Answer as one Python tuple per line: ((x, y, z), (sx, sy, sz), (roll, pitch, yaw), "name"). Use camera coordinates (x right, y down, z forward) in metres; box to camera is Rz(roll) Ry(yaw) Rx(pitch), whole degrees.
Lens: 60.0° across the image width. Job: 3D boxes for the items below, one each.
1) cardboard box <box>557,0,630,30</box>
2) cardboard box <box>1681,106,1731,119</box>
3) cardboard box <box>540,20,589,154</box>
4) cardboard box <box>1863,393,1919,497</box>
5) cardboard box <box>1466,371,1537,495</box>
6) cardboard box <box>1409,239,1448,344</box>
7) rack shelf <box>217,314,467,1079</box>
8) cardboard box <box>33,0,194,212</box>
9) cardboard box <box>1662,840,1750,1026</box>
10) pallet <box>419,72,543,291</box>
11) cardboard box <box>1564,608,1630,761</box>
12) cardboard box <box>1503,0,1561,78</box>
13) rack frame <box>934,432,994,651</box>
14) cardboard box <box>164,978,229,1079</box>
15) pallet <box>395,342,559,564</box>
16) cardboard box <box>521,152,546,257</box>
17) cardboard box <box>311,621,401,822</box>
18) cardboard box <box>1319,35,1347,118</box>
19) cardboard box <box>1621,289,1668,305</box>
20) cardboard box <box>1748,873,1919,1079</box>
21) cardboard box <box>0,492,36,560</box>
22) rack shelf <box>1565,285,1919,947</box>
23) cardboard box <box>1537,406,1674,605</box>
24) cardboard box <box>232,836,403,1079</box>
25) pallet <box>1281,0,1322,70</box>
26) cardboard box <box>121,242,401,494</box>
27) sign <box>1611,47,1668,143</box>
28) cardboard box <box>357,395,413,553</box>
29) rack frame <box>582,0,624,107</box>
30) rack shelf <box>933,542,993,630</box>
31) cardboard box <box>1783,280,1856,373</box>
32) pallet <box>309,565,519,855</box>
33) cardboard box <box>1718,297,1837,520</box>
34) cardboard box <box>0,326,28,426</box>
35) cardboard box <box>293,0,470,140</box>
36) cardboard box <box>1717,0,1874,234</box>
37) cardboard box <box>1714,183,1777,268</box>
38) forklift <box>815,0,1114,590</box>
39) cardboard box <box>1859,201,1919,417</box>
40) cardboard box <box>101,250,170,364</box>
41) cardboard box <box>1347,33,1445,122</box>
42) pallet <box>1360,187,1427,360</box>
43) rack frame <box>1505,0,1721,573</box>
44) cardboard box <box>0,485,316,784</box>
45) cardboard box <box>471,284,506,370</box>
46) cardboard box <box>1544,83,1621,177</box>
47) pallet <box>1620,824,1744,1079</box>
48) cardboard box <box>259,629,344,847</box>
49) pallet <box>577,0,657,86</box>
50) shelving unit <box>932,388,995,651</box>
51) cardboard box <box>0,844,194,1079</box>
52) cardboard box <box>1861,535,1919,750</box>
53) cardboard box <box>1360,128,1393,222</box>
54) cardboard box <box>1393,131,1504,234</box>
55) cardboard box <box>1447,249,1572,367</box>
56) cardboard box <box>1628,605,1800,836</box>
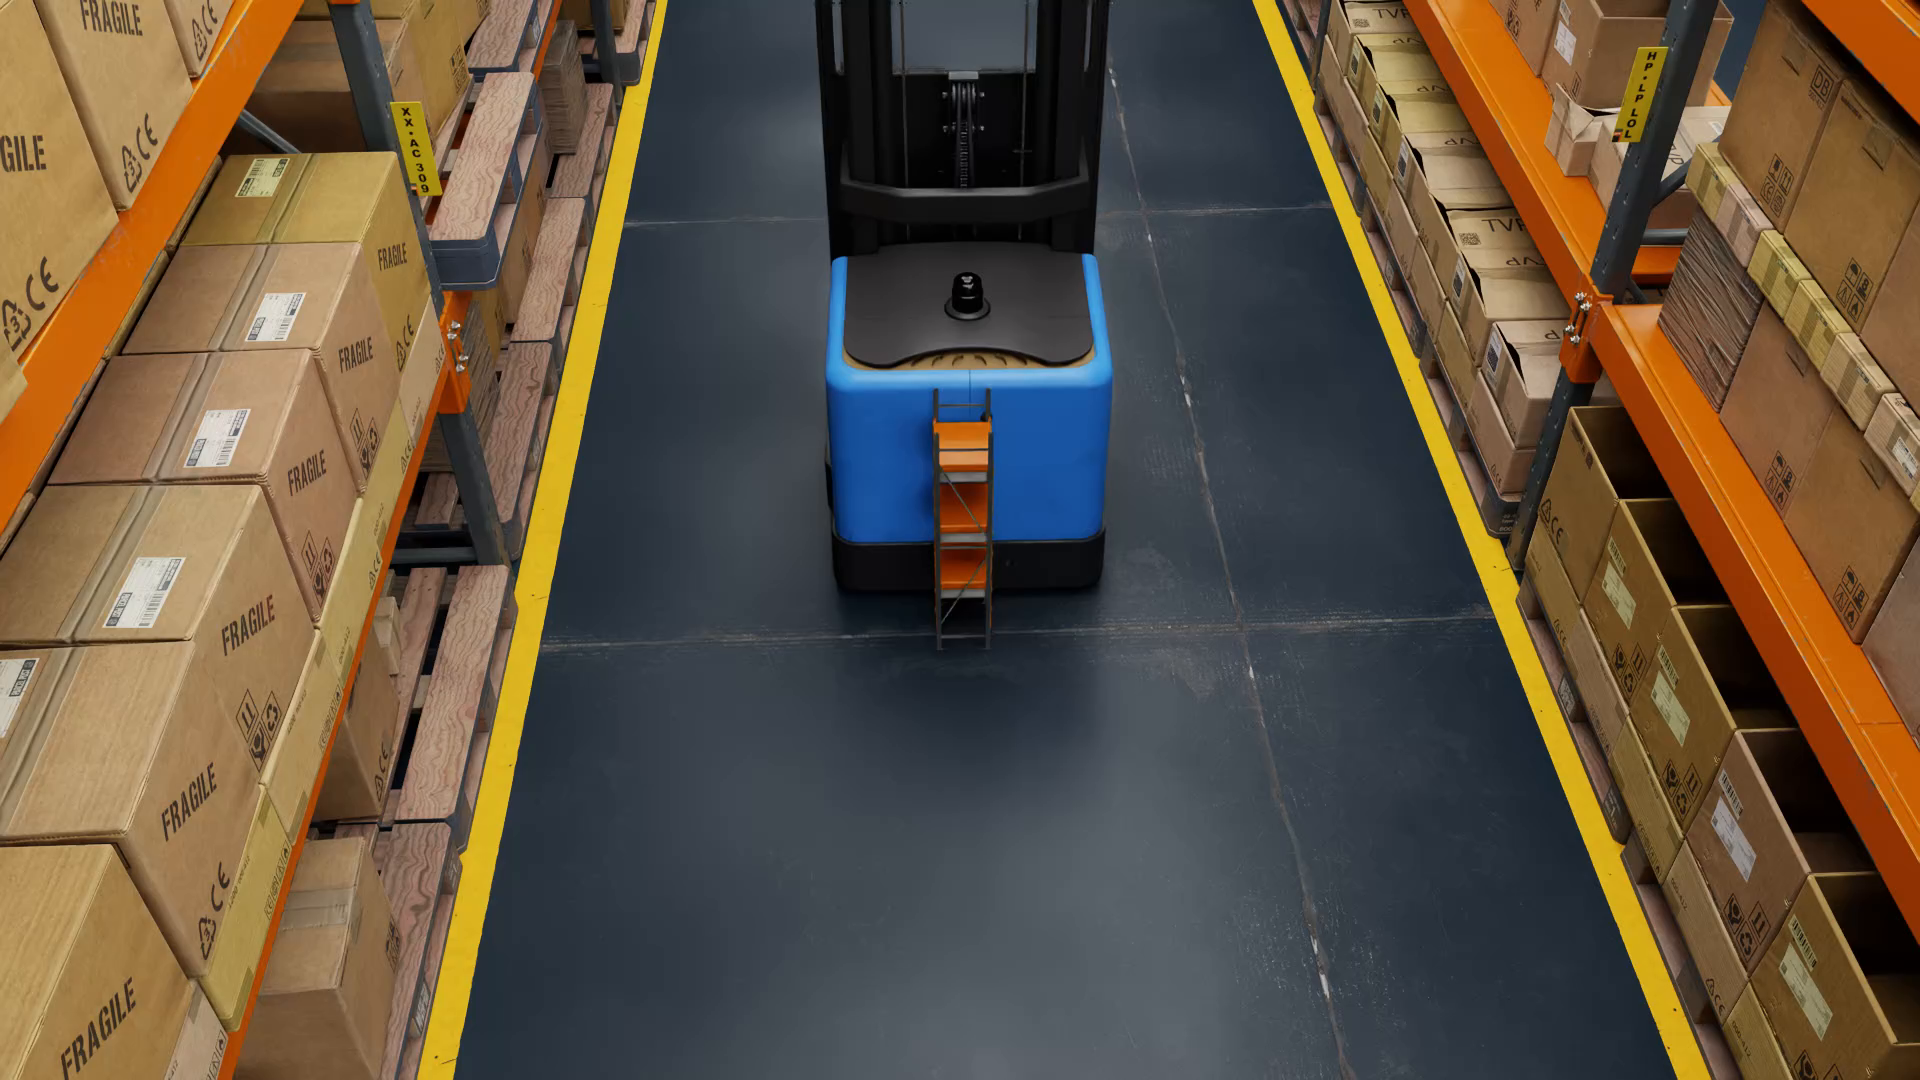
((-2.323, -3.450, 9.574), (0.750, 0.750, 0.750), (-2, 43, -2), "cardboard box")
((2.863, -1.543, 6.399), (0.380, 0.149, 0.250), (-2, 43, -2), "cardboard box")
((-2.340, -2.343, 8.611), (0.700, 0.500, 0.500), (-1, 43, -1), "cardboard box")
((2.573, -0.251, 4.250), (0.380, 0.149, 0.250), (-3, 43, -3), "cardboard box")
((2.389, -0.444, 6.739), (0.500, 0.250, 0.500), (-2, 43, -2), "cardboard box")
((2.347, -1.131, 7.488), (0.500, 0.250, 0.500), (-1, 43, -1), "cardboard box")
((-2.168, 0.729, 4.268), (1.077, 0.370, 4.000), (-2, 43, -2), "rack shelf")
((-1.914, -0.988, 3.300), (0.500, 0.500, 0.500), (-3, 43, -3), "cardboard box")
((2.472, 1.162, 4.987), (0.500, 0.250, 0.500), (-2, 43, -2), "cardboard box")
((-2.140, -1.336, 6.130), (1.003, 0.211, 1.213), (-2, 43, -2), "pallet")
((2.429, 0.487, 5.723), (0.500, 0.250, 0.500), (-2, 43, -2), "cardboard box")
((2.636, -2.281, 6.945), (0.500, 0.500, 0.500), (-2, 43, -2), "cardboard box")
((0.013, 0.028, 5.942), (0.200, 1.050, 0.008), (-1, 43, -1), "rack frame")
((-1.823, 1.173, 3.347), (0.500, 0.250, 0.500), (-3, 43, -3), "cardboard box")
((-2.287, -0.384, 7.013), (1.003, 0.211, 1.213), (-2, 43, -2), "pallet")
((-2.385, -1.658, 7.863), (0.700, 0.500, 0.500), (-2, 43, -2), "cardboard box")
((-2.169, 0.572, 5.430), (0.500, 0.500, 0.500), (-5, 43, -5), "cardboard box")
((2.255, -2.511, 8.994), (0.500, 0.250, 0.500), (-2, 43, -2), "cardboard box")
((2.911, -1.004, 6.934), (0.500, 0.311, 0.500), (-2, 43, -2), "cardboard box")
((2.489, 1.223, 4.365), (0.500, 0.500, 0.500), (-2, 43, -2), "cardboard box")
((-2.375, 0.244, 3.805), (0.500, 0.500, 0.500), (-1, 43, -1), "cardboard box")
((2.781, 0.584, 4.426), (1.077, 0.370, 4.000), (-2, 43, -2), "rack shelf")
((2.403, -0.127, 5.838), (0.500, 0.500, 0.500), (-2, 43, -2), "cardboard box")
((-2.028, 1.222, 4.722), (0.700, 0.500, 0.500), (-4, 43, -4), "cardboard box")
((2.532, -3.209, 10.095), (1.003, 0.211, 1.213), (-2, 43, -2), "pallet")
((-1.897, -0.468, 4.582), (0.500, 0.500, 0.500), (-2, 43, -2), "cardboard box")
((2.154, -1.407, 5.267), (0.100, 0.325, 0.005), (-2, 43, -2), "sign")
((-1.917, -0.191, 4.835), (0.500, 0.250, 0.500), (-1, 43, -2), "cardboard box")
((-2.423, -3.587, 8.444), (1.000, 3.000, 0.127), (-2, 43, -2), "rack frame")
((0.010, 0.158, 6.227), (0.215, 0.259, 0.240), (-1, 43, -1), "rack shelf")
((2.550, -0.600, 4.631), (0.380, 0.149, 0.250), (-2, 43, -2), "cardboard box")
((-2.189, 0.593, 5.946), (1.003, 0.211, 1.213), (-2, 43, -2), "pallet")
((2.750, -0.413, 4.907), (0.700, 0.500, 0.500), (-2, 43, -2), "cardboard box")
((-1.861, -0.283, 2.531), (0.500, 0.500, 0.500), (0, 43, 0), "cardboard box")
((-2.257, -1.808, 6.103), (0.700, 0.500, 0.500), (2, 43, 3), "cardboard box")
((2.721, -1.247, 4.857), (0.700, 0.500, 0.500), (-1, 43, -2), "cardboard box")
((2.525, -0.951, 5.014), (0.380, 0.149, 0.250), (-1, 43, -1), "cardboard box")
((0.001, -1.861, 6.612), (1.130, 2.935, 3.031), (-1, 43, -1), "forklift")
((2.765, -0.568, 4.116), (0.700, 0.500, 0.500), (-2, 43, -2), "cardboard box")
((-2.423, -0.443, 4.554), (0.500, 0.500, 0.500), (-2, 43, -2), "cardboard box")
((2.286, -2.363, 8.418), (0.500, 0.311, 0.500), (-3, 43, -3), "cardboard box")
((2.571, -1.326, 8.040), (1.003, 0.211, 1.213), (-2, 43, -2), "pallet")
((2.696, -1.032, 5.655), (1.000, 3.000, 0.127), (-2, 43, -2), "rack frame")
((-1.864, 0.223, 3.828), (0.500, 0.500, 0.500), (0, 43, 0), "cardboard box")
((-2.373, -0.971, 7.114), (0.700, 0.500, 0.500), (-2, 43, -3), "cardboard box")
((2.475, -1.570, 6.343), (0.396, 0.266, 0.258), (-3, 43, -3), "cardboard box")
((2.743, 1.360, 5.110), (1.003, 0.211, 1.213), (-2, 43, -2), "pallet")
((-1.858, 0.487, 4.095), (0.500, 0.250, 0.500), (-1, 43, -1), "cardboard box")
((-2.381, -3.094, 9.969), (1.003, 0.211, 1.213), (-2, 43, -2), "pallet")
((0.010, -0.054, 6.032), (0.215, 1.050, 0.252), (-1, 43, -1), "shelving unit")
((-1.814, 0.920, 3.067), (0.500, 0.500, 0.500), (-2, 43, -2), "cardboard box")
((2.790, 0.271, 4.160), (0.700, 0.500, 0.500), (0, 43, -1), "cardboard box")
((2.305, -1.821, 8.241), (0.500, 0.250, 0.500), (-3, 43, -3), "cardboard box")
((2.328, -1.672, 7.663), (0.500, 0.311, 0.500), (-2, 43, -2), "cardboard box")
((2.364, -0.996, 6.925), (0.500, 0.311, 0.500), (-1, 43, -1), "cardboard box")
((2.446, 0.548, 5.101), (0.500, 0.500, 0.500), (-2, 43, -2), "cardboard box")
